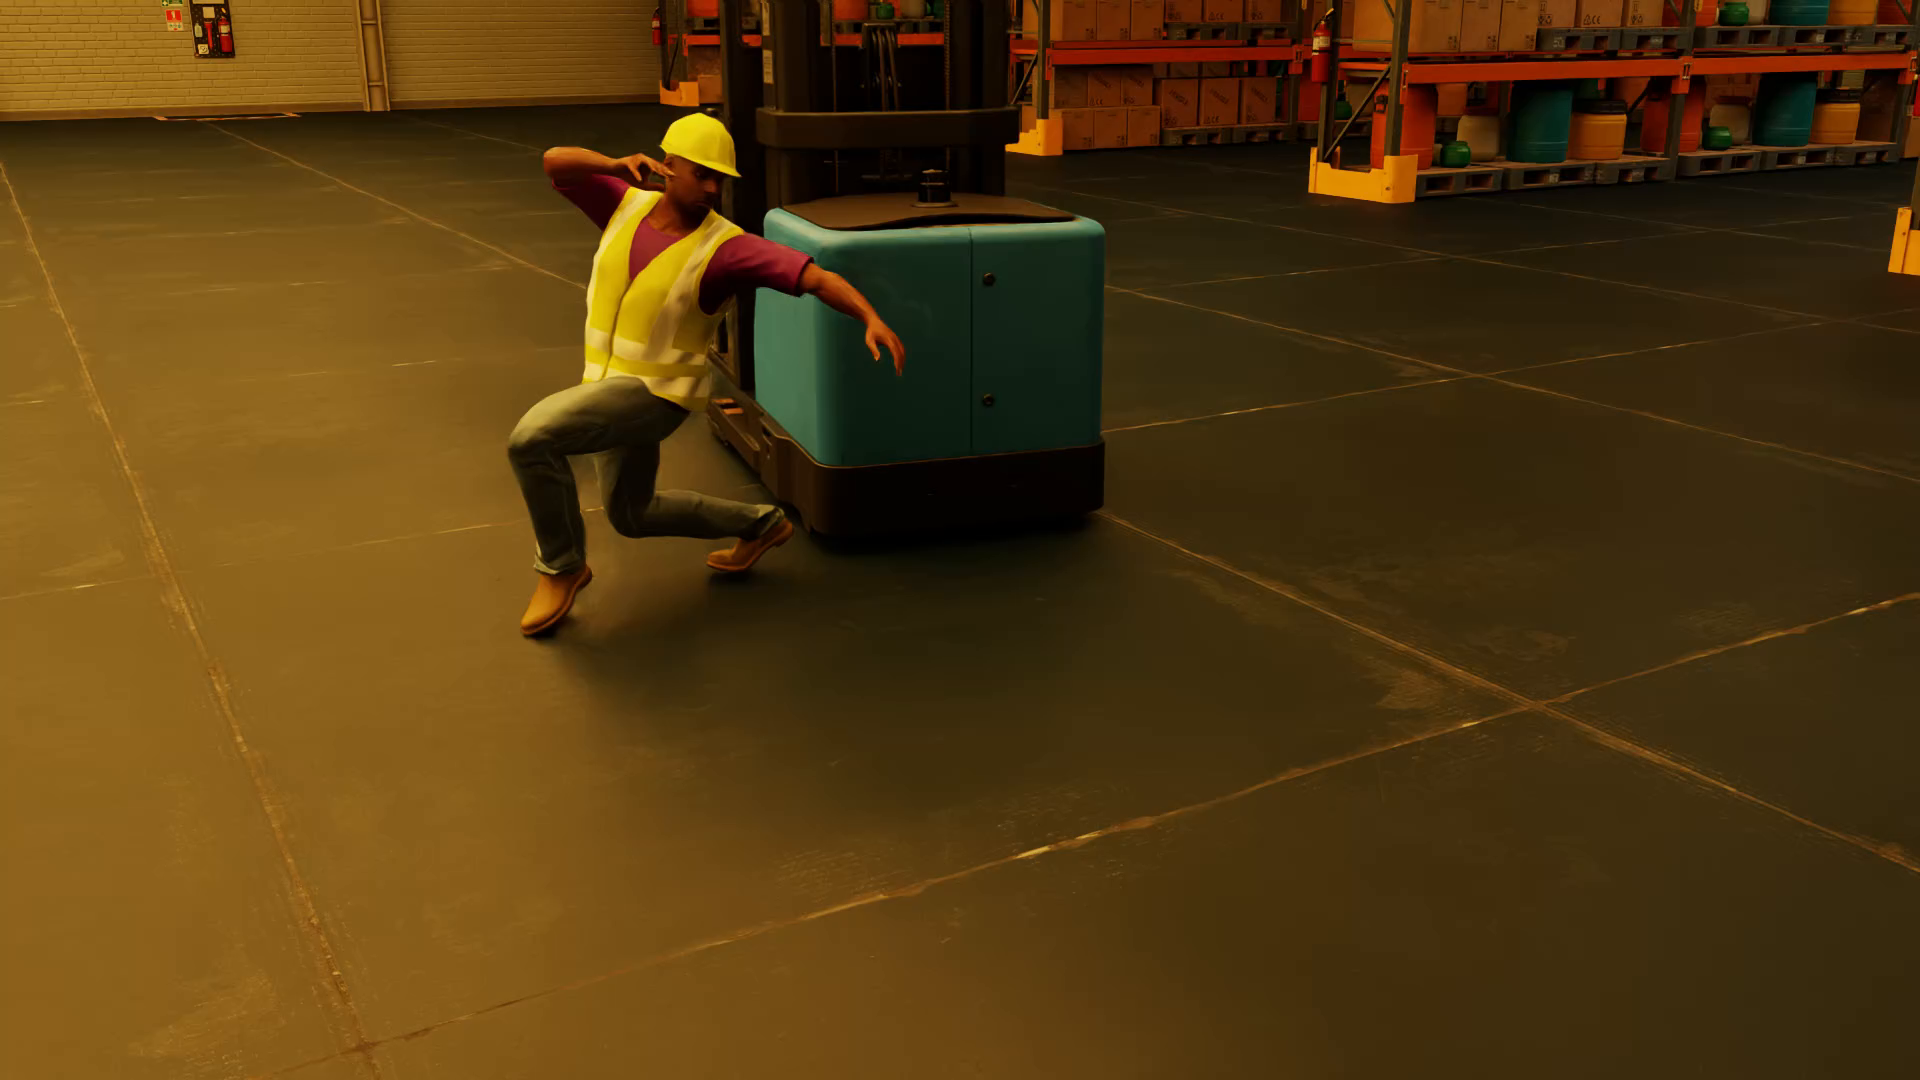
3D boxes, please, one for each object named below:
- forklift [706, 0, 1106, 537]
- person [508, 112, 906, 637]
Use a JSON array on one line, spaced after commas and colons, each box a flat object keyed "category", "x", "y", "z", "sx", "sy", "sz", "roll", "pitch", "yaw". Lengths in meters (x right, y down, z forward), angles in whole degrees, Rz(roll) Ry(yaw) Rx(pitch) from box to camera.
[{"category": "forklift", "x": -0.453, "y": -1.819, "z": 6.627, "sx": 1.130, "sy": 2.935, "sz": 3.031, "roll": -6, "pitch": 19, "yaw": -18}, {"category": "person", "x": -0.781, "y": -0.467, "z": 4.811, "sx": 0.958, "sy": 1.465, "sz": 1.002, "roll": -17, "pitch": 24, "yaw": -41}]
